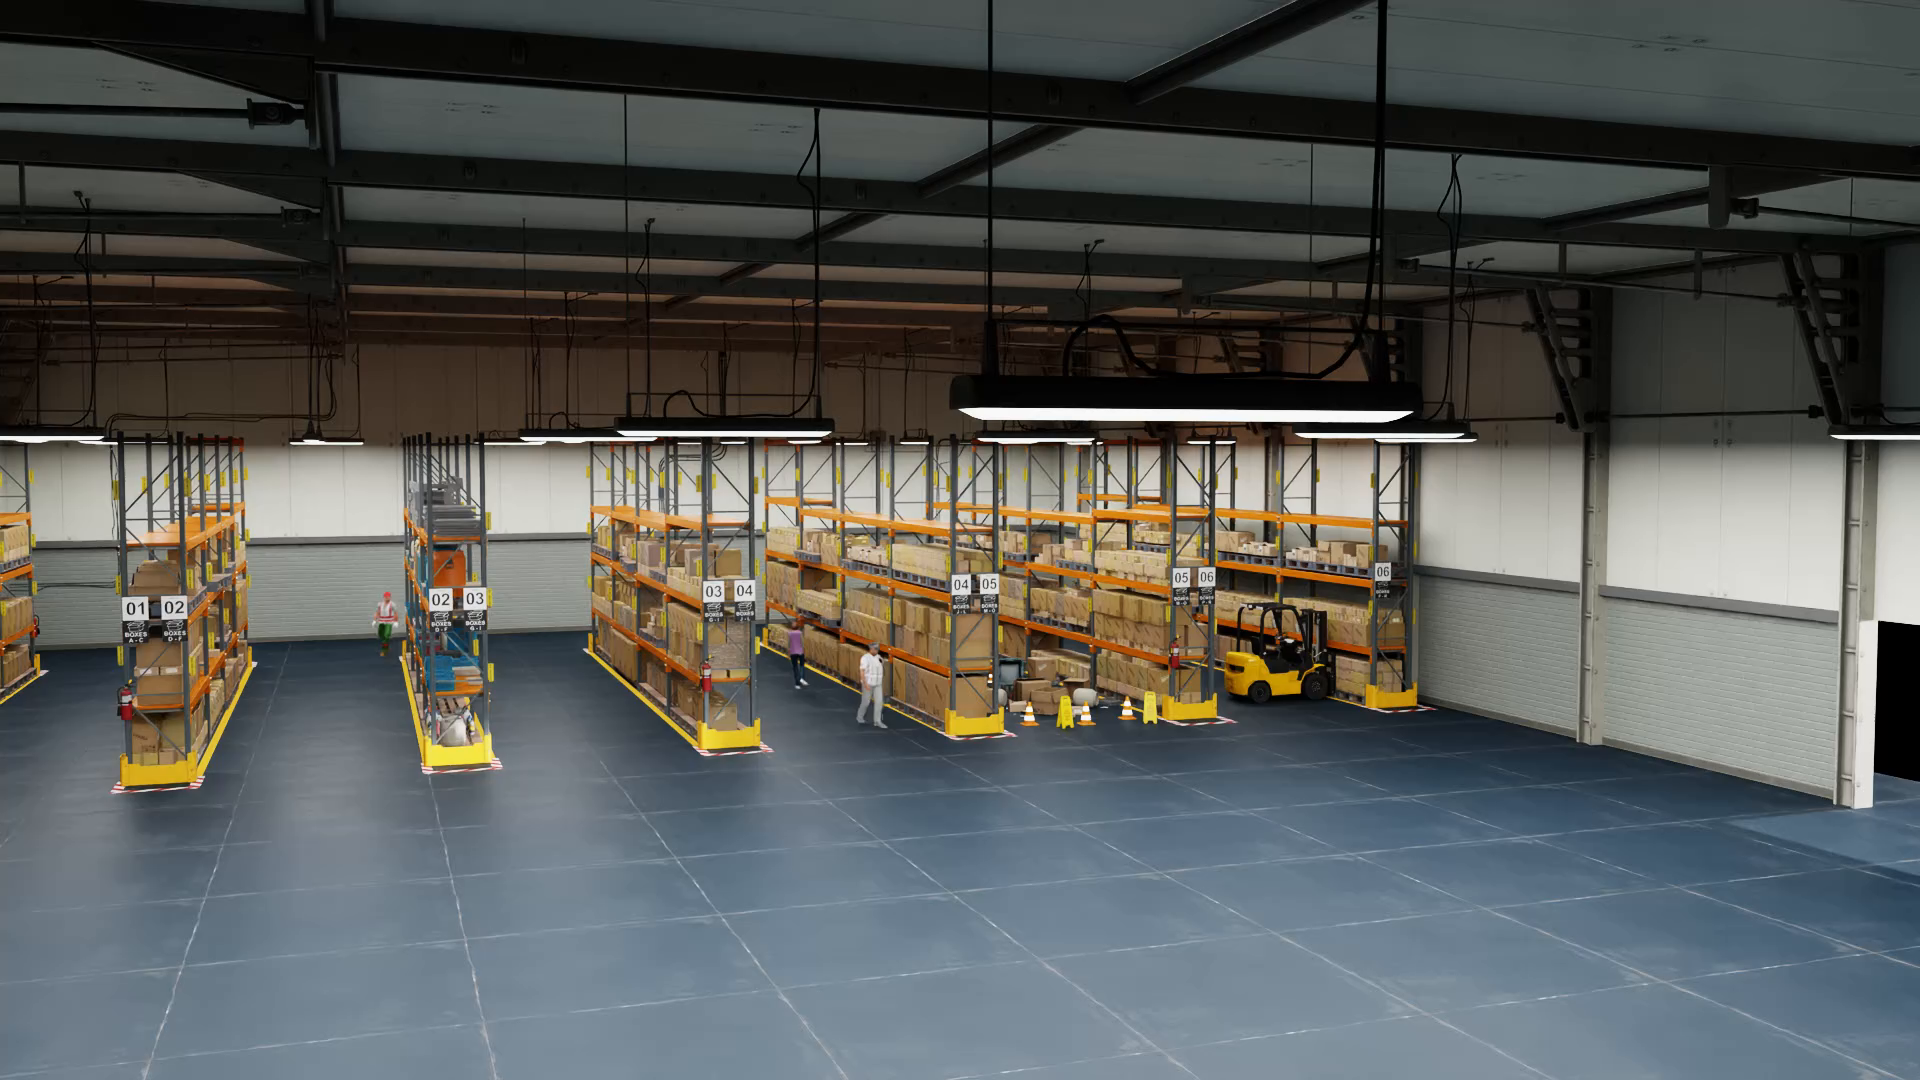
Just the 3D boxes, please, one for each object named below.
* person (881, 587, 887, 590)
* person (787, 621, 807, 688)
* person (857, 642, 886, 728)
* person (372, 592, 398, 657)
[{"bbox_3d":[-2.148,2.110,47.302,0.474,1.567,0.582,0,3,4],"label":"person"},{"bbox_3d":[-3.882,2.727,39.556,0.456,1.586,0.441,-1,3,-13],"label":"person"},{"bbox_3d":[-1.786,2.966,34.250,0.633,1.736,0.858,-3,4,-42],"label":"person"},{"bbox_3d":[-15.841,2.312,45.848,0.635,1.773,0.842,0,3,-5],"label":"person"}]
